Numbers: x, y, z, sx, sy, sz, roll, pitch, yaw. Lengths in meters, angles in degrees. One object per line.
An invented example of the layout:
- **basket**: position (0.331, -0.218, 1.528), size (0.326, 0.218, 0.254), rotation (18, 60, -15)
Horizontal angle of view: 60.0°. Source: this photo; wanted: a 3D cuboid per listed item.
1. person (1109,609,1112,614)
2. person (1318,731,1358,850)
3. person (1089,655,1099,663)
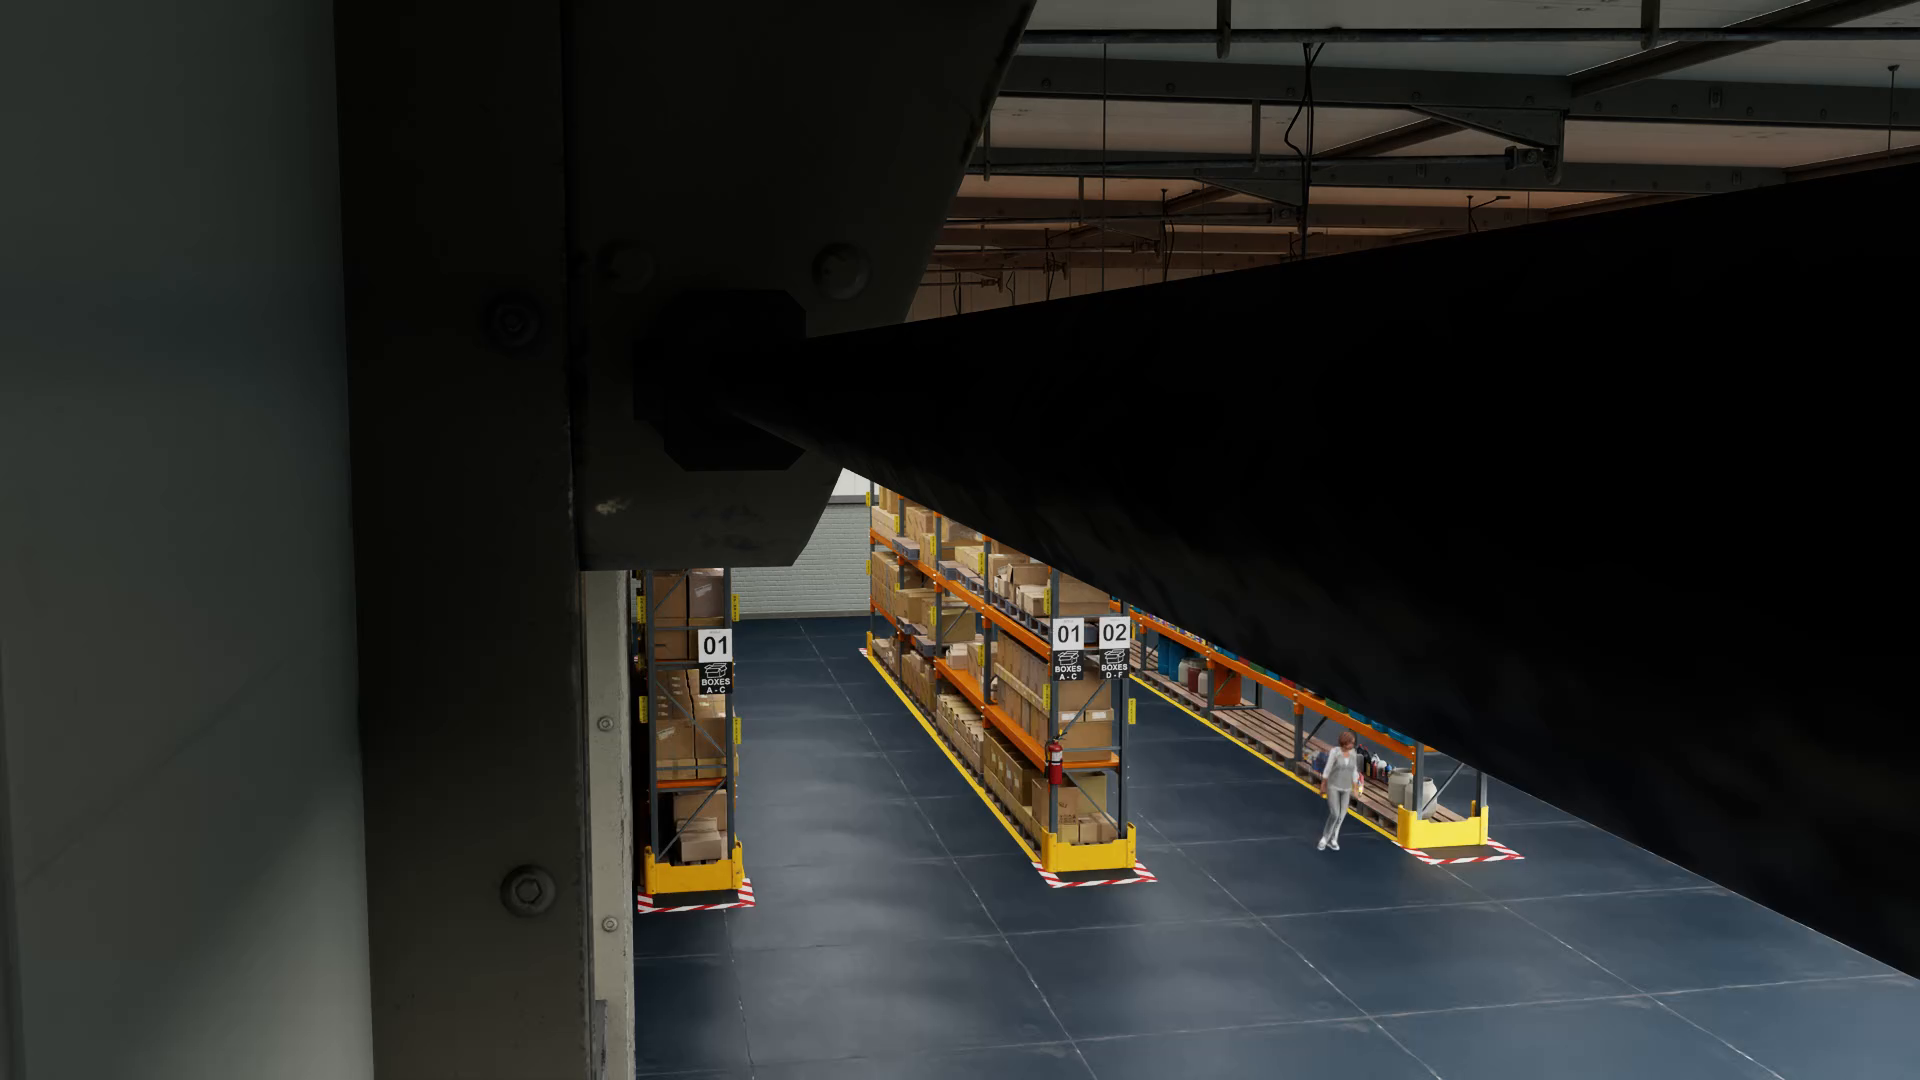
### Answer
- **person**: position (3.231, 1.506, 38.585), size (0.855, 1.628, 0.617), rotation (3, 7, 24)
- **person**: position (4.933, 3.269, 21.695), size (0.530, 1.564, 0.413), rotation (-2, 6, -18)
- **person**: position (2.675, 2.141, 31.796), size (0.673, 1.737, 0.785), rotation (0, 6, -2)
